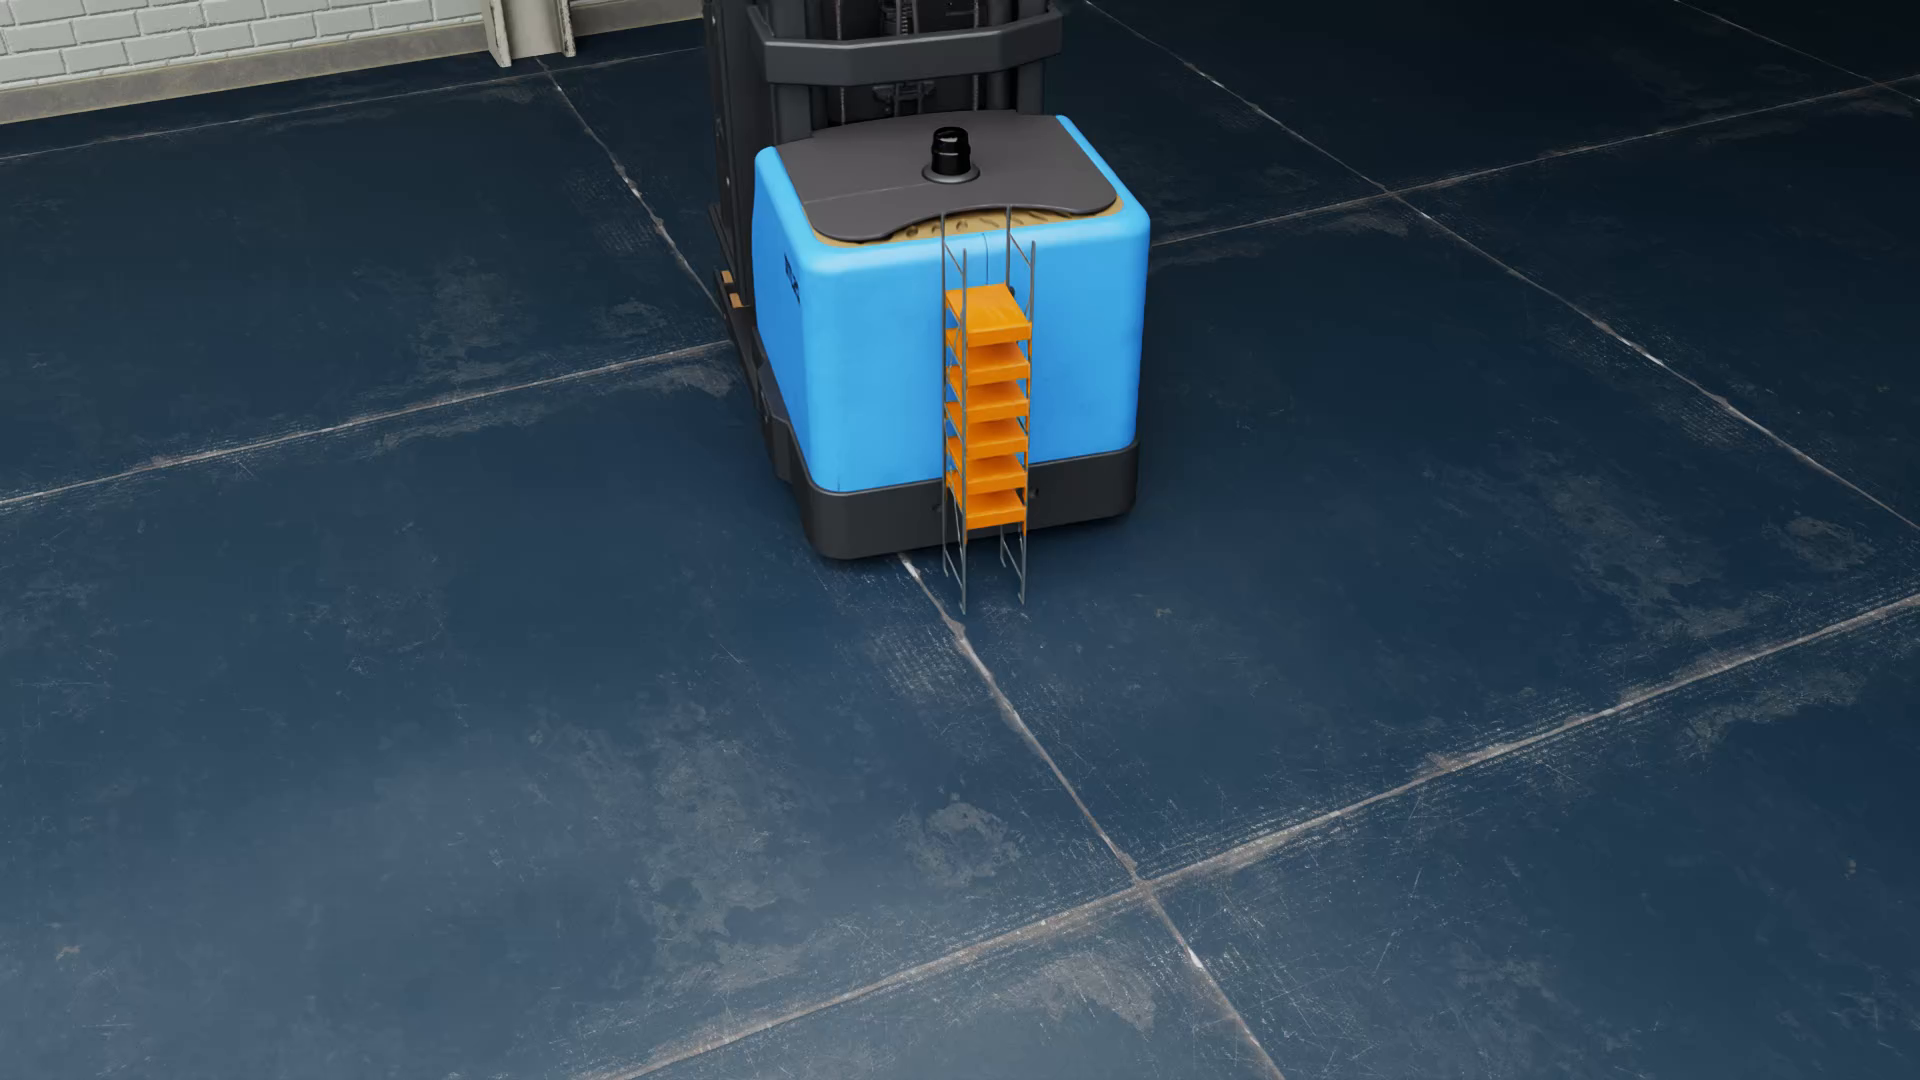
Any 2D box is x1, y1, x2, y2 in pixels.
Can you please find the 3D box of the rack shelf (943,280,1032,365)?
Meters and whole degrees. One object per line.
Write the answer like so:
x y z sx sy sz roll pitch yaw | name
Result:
0.071 -0.591 4.509 0.180 0.103 0.258 -9 38 -12 | rack shelf

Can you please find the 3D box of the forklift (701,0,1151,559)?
-0.323 -1.998 5.483 1.130 2.935 3.031 -9 38 -12 | forklift

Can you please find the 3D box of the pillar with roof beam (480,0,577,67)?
-0.407 -3.845 2.880 0.400 9.000 9.100 -16 39 -20 | pillar with roof beam

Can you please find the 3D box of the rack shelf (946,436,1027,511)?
0.071 -0.207 4.797 0.180 0.103 0.258 -9 38 -12 | rack shelf

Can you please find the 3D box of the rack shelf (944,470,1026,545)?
0.070 -0.112 4.869 0.180 0.103 0.258 -9 38 -12 | rack shelf

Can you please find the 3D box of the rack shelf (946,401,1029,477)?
0.071 -0.303 4.725 0.180 0.103 0.258 -9 38 -12 | rack shelf

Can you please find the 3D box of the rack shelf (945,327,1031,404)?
0.071 -0.495 4.581 0.180 0.103 0.258 -9 38 -12 | rack shelf

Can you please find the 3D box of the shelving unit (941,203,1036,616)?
0.071 -0.339 4.698 0.189 1.200 0.258 -9 38 -12 | shelving unit

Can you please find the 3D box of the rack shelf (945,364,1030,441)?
0.071 -0.399 4.653 0.180 0.103 0.258 -9 38 -12 | rack shelf

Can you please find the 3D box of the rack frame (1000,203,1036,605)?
0.159 -0.353 4.718 0.006 1.200 0.240 -9 38 -12 | rack frame

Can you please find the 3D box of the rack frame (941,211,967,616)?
-0.017 -0.324 4.679 0.006 1.200 0.240 -9 38 -12 | rack frame
